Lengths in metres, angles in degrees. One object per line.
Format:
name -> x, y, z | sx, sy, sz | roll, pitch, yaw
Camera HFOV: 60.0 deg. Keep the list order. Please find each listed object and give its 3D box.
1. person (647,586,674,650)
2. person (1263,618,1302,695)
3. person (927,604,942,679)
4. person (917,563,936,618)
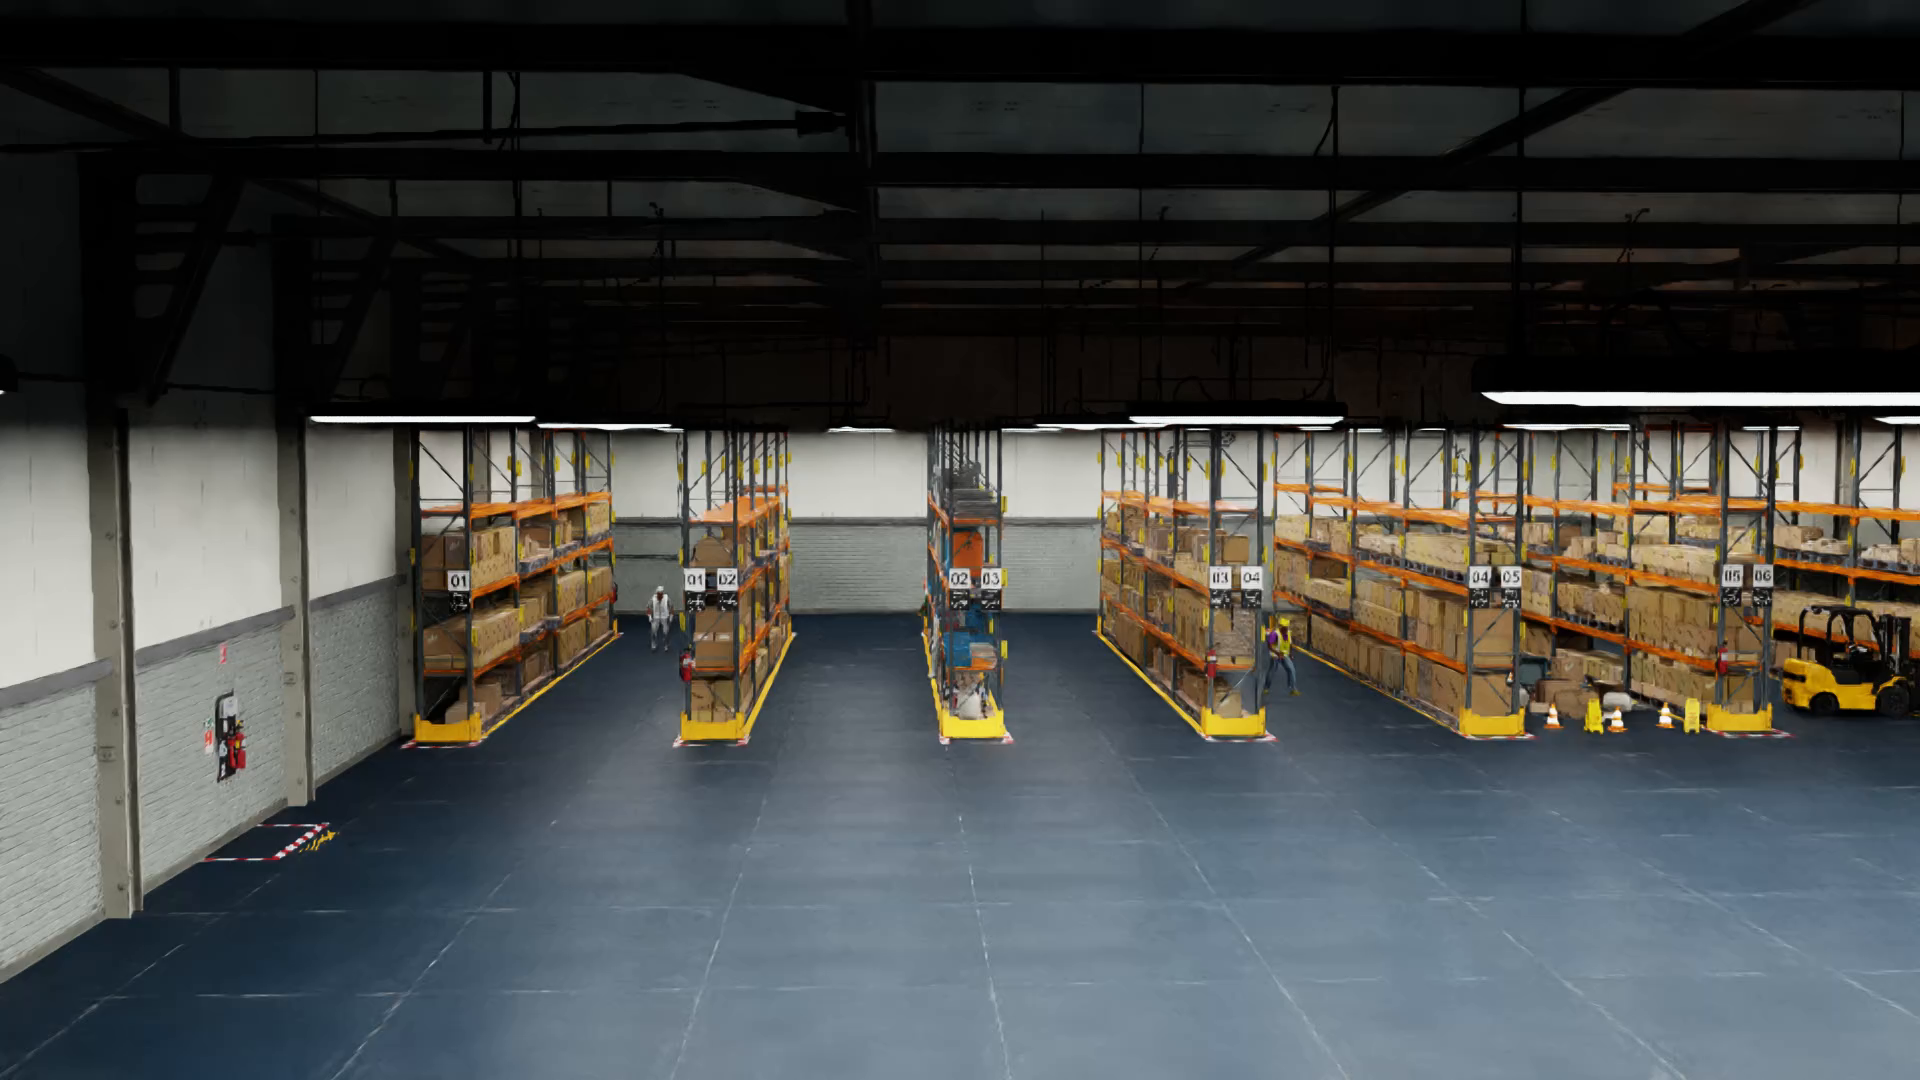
person -> -7.906, 2.057, 43.854 | 0.702, 1.735, 0.549 | 0, 4, -5
person -> 7.012, 2.536, 36.423 | 0.710, 1.702, 0.836 | -1, 4, -19
person -> -0.375, 2.326, 38.319 | 0.633, 1.743, 1.047 | 1, 4, 19
person -> -1.020, 1.537, 51.335 | 0.460, 1.780, 0.704 | 2, 4, 30
